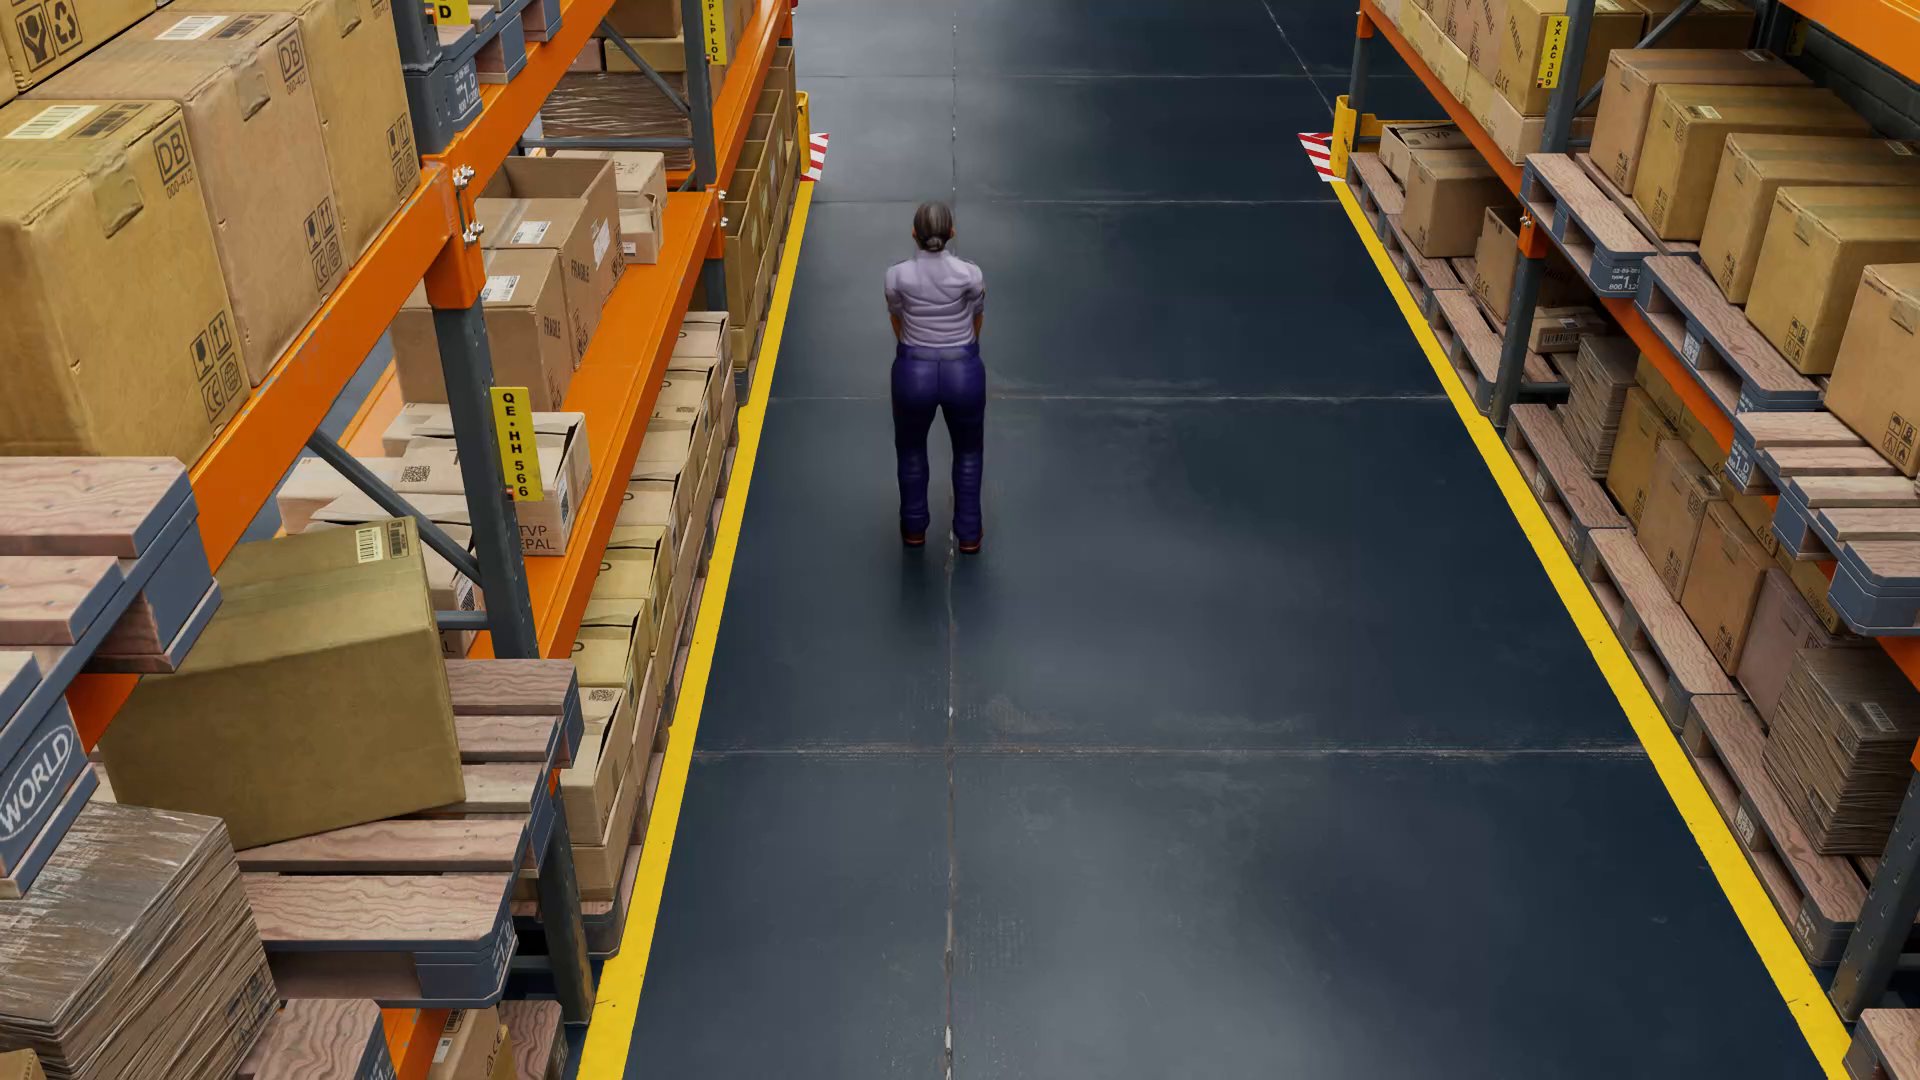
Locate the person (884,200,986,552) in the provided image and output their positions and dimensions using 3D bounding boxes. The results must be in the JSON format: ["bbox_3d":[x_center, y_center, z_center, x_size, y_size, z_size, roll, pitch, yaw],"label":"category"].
[{"bbox_3d":[-0.107,-0.733,7.345,0.435,1.646,0.533,-1,32,-1],"label":"person"}]
